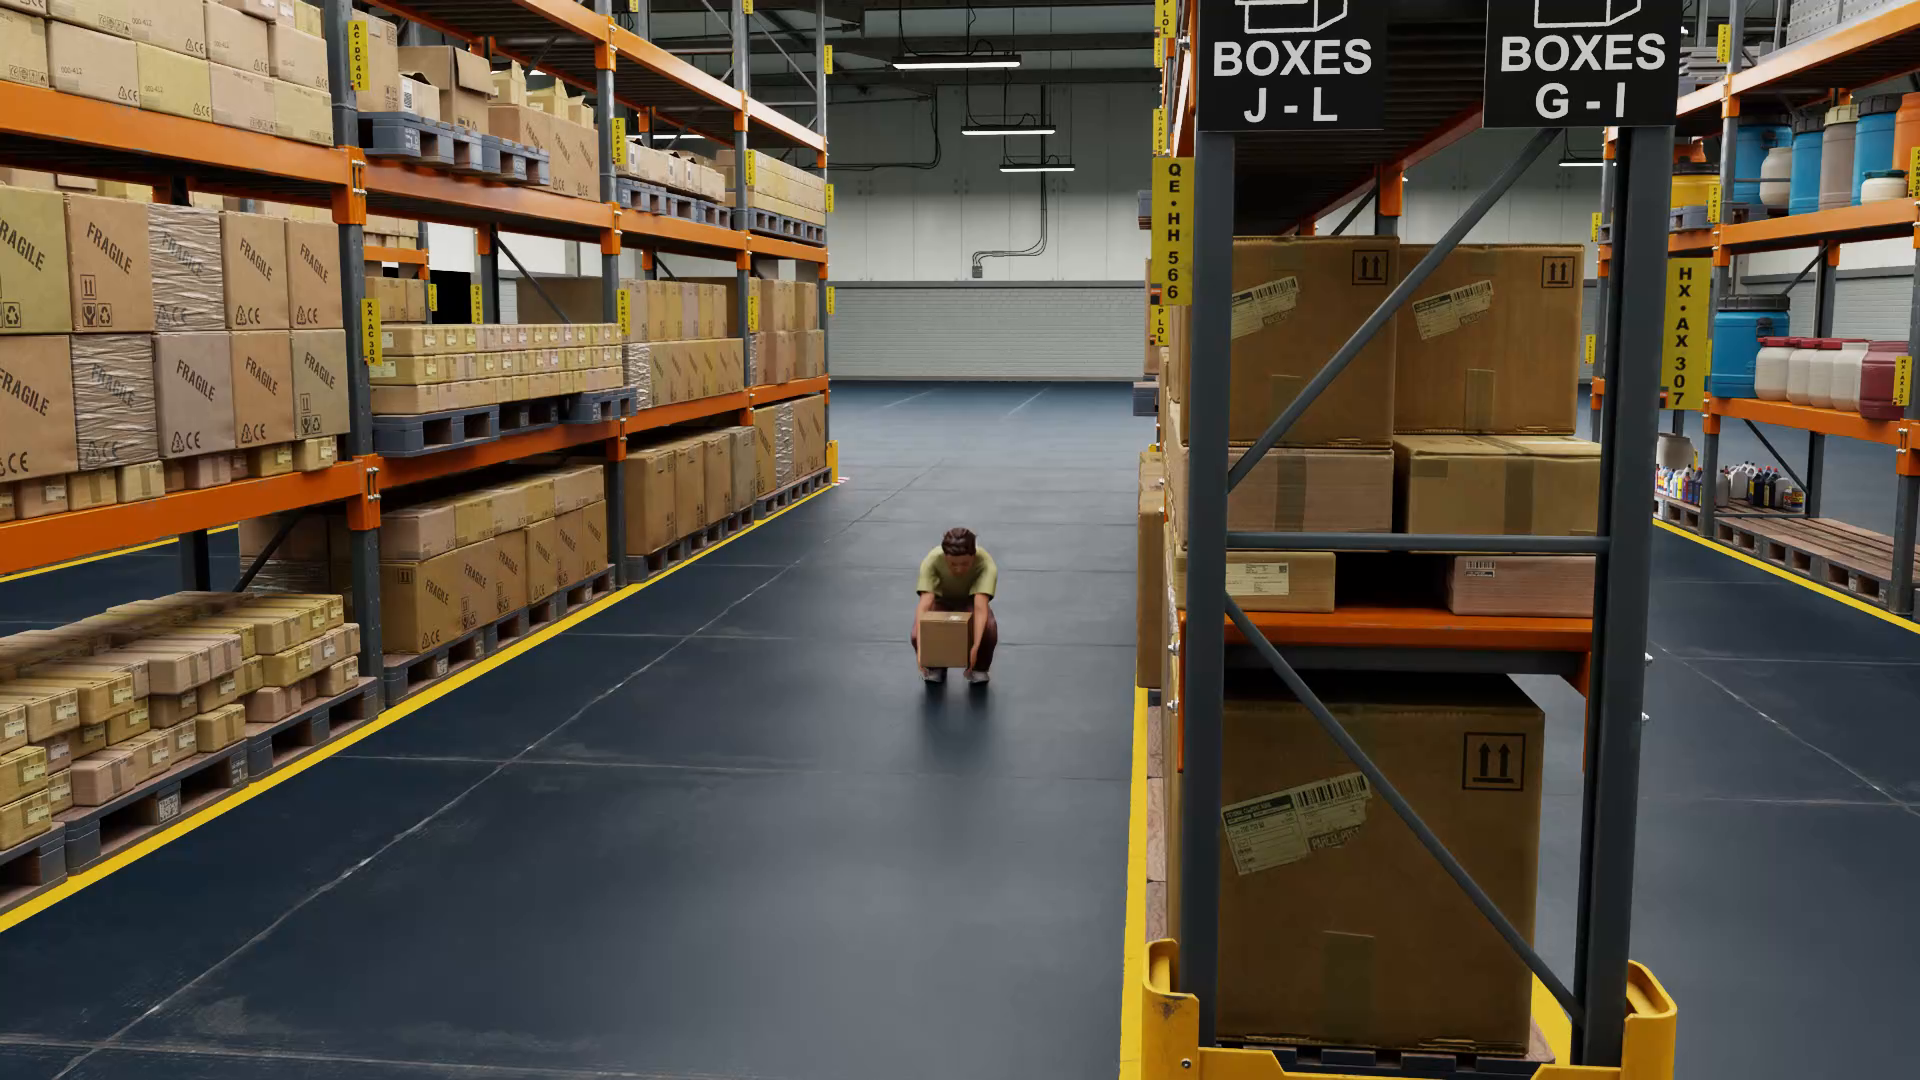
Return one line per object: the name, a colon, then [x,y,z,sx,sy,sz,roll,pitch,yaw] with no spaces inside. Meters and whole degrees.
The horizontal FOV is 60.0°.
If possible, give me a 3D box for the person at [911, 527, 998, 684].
person: [-0.023,0.353,9.074,0.471,0.914,0.862,1,8,5]
